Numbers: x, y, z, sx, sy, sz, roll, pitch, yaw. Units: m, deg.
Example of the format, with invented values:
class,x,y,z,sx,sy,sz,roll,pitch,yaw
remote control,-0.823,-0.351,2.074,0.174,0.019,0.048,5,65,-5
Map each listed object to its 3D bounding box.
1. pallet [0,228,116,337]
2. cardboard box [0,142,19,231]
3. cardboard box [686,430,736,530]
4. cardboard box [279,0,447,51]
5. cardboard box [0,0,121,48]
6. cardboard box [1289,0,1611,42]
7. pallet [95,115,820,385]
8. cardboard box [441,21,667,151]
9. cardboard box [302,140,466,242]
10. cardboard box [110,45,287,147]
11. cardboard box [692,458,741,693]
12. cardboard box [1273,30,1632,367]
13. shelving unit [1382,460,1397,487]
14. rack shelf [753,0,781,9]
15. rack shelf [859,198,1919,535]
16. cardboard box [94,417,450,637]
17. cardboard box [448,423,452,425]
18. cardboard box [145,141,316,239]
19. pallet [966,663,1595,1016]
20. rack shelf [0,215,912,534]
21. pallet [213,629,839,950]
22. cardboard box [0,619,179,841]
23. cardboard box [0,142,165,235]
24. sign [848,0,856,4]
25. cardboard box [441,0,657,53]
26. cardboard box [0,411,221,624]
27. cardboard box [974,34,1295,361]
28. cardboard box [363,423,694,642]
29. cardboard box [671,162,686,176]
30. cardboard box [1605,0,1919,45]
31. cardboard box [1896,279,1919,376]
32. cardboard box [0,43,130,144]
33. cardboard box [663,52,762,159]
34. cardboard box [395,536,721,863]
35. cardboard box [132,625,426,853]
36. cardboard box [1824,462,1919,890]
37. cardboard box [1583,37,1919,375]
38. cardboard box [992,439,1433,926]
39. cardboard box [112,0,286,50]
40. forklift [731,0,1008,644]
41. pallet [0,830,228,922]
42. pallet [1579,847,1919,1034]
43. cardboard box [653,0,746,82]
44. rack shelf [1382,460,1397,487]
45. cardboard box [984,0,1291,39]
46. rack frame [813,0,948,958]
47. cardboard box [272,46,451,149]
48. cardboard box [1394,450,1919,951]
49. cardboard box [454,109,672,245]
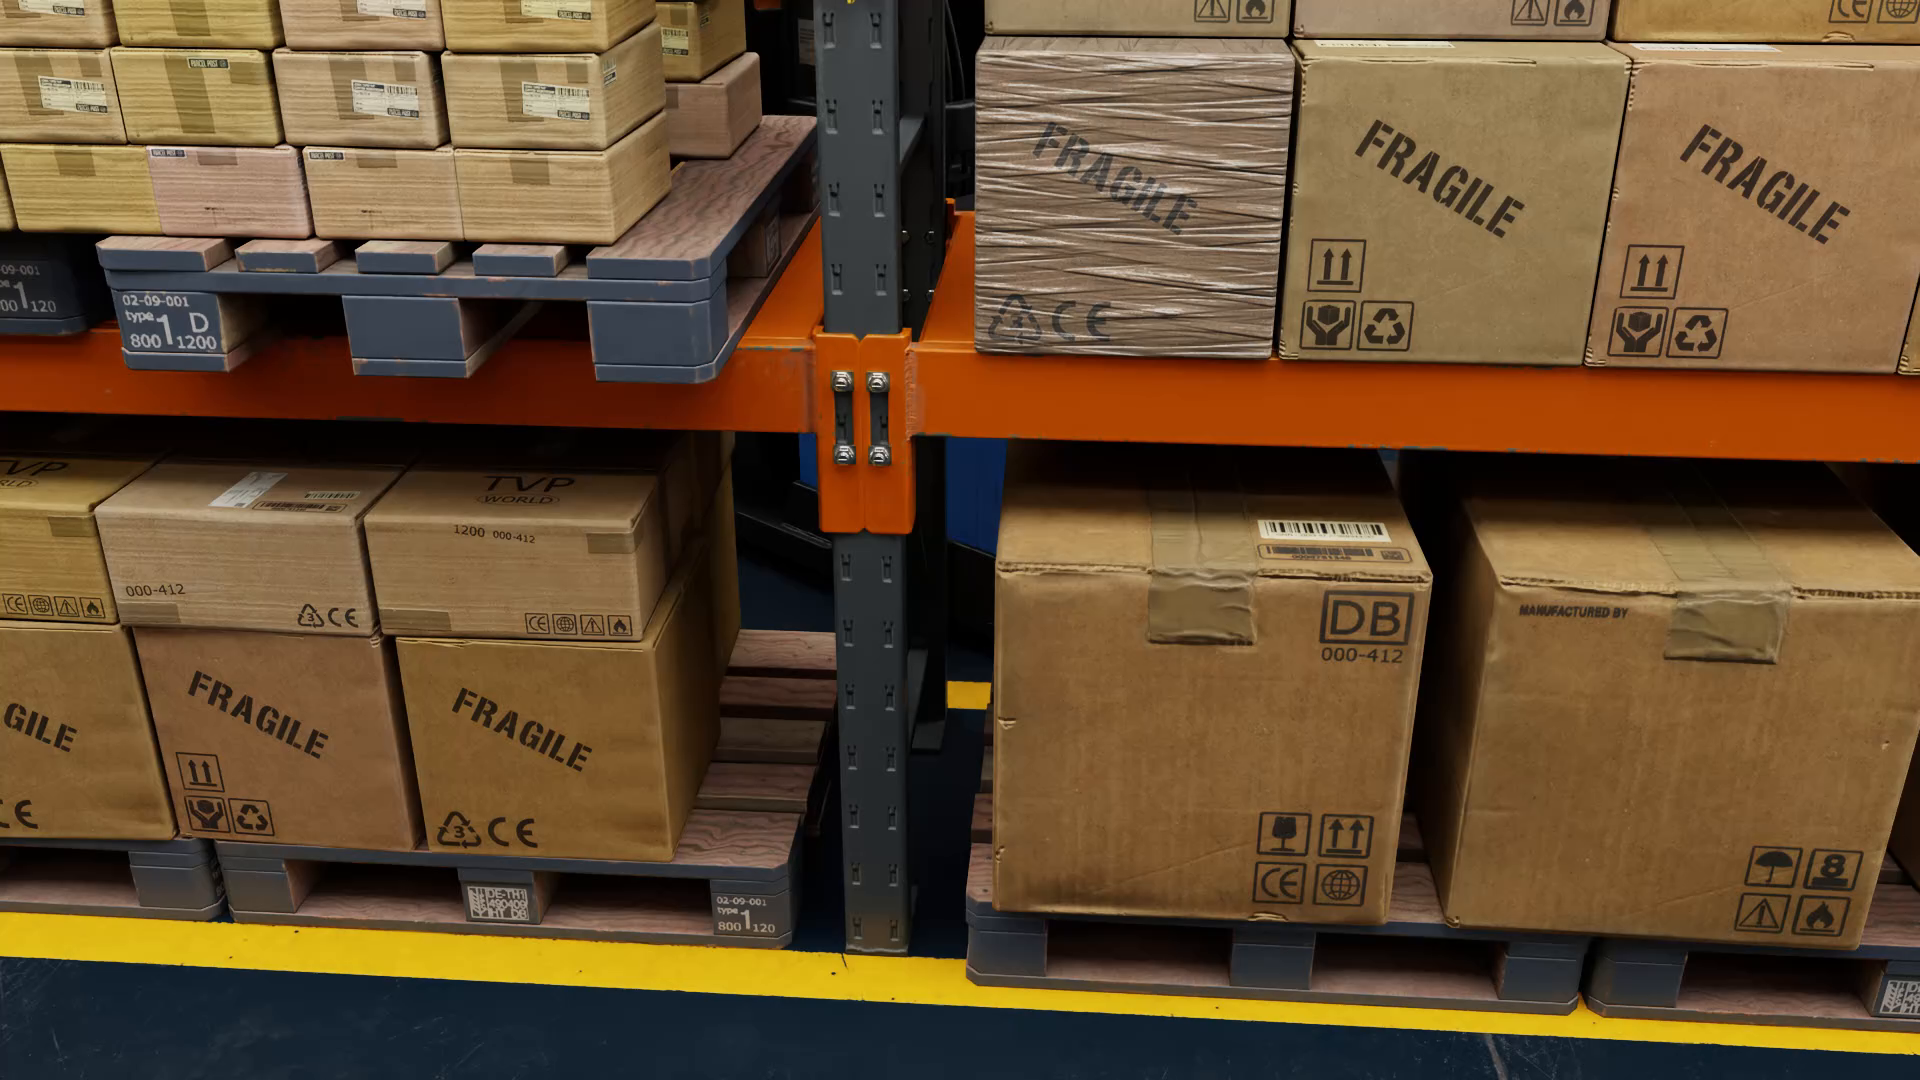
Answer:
class,x,y,z,sx,sy,sz,roll,pitch,yaw
pallet,-2.109,-0.679,3.367,1.213,0.211,1.003,2,25,4
cardboard box,-1.680,-0.655,2.883,0.250,0.149,0.380,1,25,2
cardboard box,-0.802,-0.239,3.771,0.500,0.250,0.500,1,25,2
cardboard box,-0.906,-0.900,2.705,0.250,0.149,0.380,2,25,3
cardboard box,-1.434,-0.916,2.738,0.250,0.149,0.380,3,25,6
cardboard box,0.819,-1.185,2.922,0.500,0.500,0.700,1,25,3
pallet,-0.851,-0.611,3.219,1.003,0.211,1.213,2,25,4
cardboard box,-0.660,-0.758,2.751,0.250,0.149,0.380,2,25,5
cardboard box,-0.907,-0.629,2.828,0.250,0.149,0.380,2,25,4
cardboard box,-1.189,-0.773,2.784,0.250,0.149,0.380,2,25,5
cardboard box,-0.818,0.096,3.941,0.500,0.500,0.500,1,25,2
cardboard box,0.802,-0.623,2.897,0.500,0.500,0.500,2,25,3
shelving unit,0.901,-0.610,4.037,0.503,2.100,0.431,7,23,14
rack shelf,-1.848,-2.523,8.006,4.000,0.370,1.077,2,25,4
rack shelf,1.862,-0.329,3.237,4.000,0.370,1.077,2,25,4
cardboard box,-1.339,-0.040,3.339,0.500,0.250,0.500,2,25,5
cardboard box,-1.307,-0.255,3.807,0.500,0.250,0.500,2,25,3
cardboard box,-1.163,-0.638,2.845,0.250,0.149,0.380,2,25,5
pallet,0.648,0.603,3.686,1.213,0.211,1.003,2,25,4
rack shelf,-2.127,-0.457,3.516,4.000,0.370,1.077,2,25,4
pallet,-0.912,0.521,3.865,1.213,0.211,1.003,2,25,4
cardboard box,-1.855,0.284,3.531,0.500,0.500,0.500,1,25,2
cardboard box,-1.412,-0.647,2.866,0.250,0.149,0.380,2,25,3
sign,-0.165,-0.983,2.508,0.005,0.325,0.100,2,25,4
cardboard box,-0.656,-0.891,2.685,0.250,0.149,0.380,1,25,2
cardboard box,-1.844,-0.063,3.389,0.500,0.250,0.500,2,25,5
cardboard box,0.294,-0.638,2.929,0.500,0.500,0.500,2,25,5
cardboard box,-0.834,-0.028,3.314,0.500,0.250,0.500,1,25,3
cardboard box,-1.426,-2.099,8.262,0.875,0.875,0.875,2,25,5
cardboard box,1.330,-1.170,2.888,0.500,0.500,0.700,1,25,3
cardboard box,1.801,-0.590,2.825,0.500,0.500,0.500,2,25,3
cardboard box,-1.438,-0.781,2.801,0.250,0.149,0.380,2,25,4
cardboard box,-0.563,-0.895,3.405,0.250,0.149,0.380,2,25,3
cardboard box,-0.809,0.313,3.470,0.500,0.500,0.500,2,25,4
cardboard box,-1.326,0.295,3.509,0.500,0.500,0.500,3,25,6
cardboard box,2.268,0.224,3.363,0.750,0.750,1.050,2,25,4
cardboard box,1.304,-0.607,2.861,0.500,0.500,0.500,2,25,4
cardboard box,0.468,0.168,3.485,0.750,0.750,1.050,2,25,3
cardboard box,-1.168,-0.909,2.723,0.250,0.149,0.380,3,25,6
forklift,-0.462,-1.506,5.016,3.031,2.935,1.130,21,32,37
pallet,-2.125,0.481,3.952,1.213,0.211,1.003,2,25,4
pallet,1.861,0.644,3.599,1.213,0.211,1.003,2,25,4
cardboard box,-0.599,-1.031,3.344,0.250,0.149,0.380,3,25,6
rack shelf,0.886,0.049,4.308,0.480,0.518,0.431,7,23,14
cardboard box,0.314,-1.201,2.956,0.500,0.500,0.700,2,25,4
rack frame,-0.132,-0.720,3.226,0.127,3.000,1.000,2,25,4
cardboard box,-0.926,-0.766,2.768,0.250,0.149,0.380,3,25,6
cardboard box,1.340,0.195,3.427,0.750,0.750,1.050,2,25,5
cardboard box,-0.660,-0.621,2.809,0.250,0.149,0.380,2,25,5
